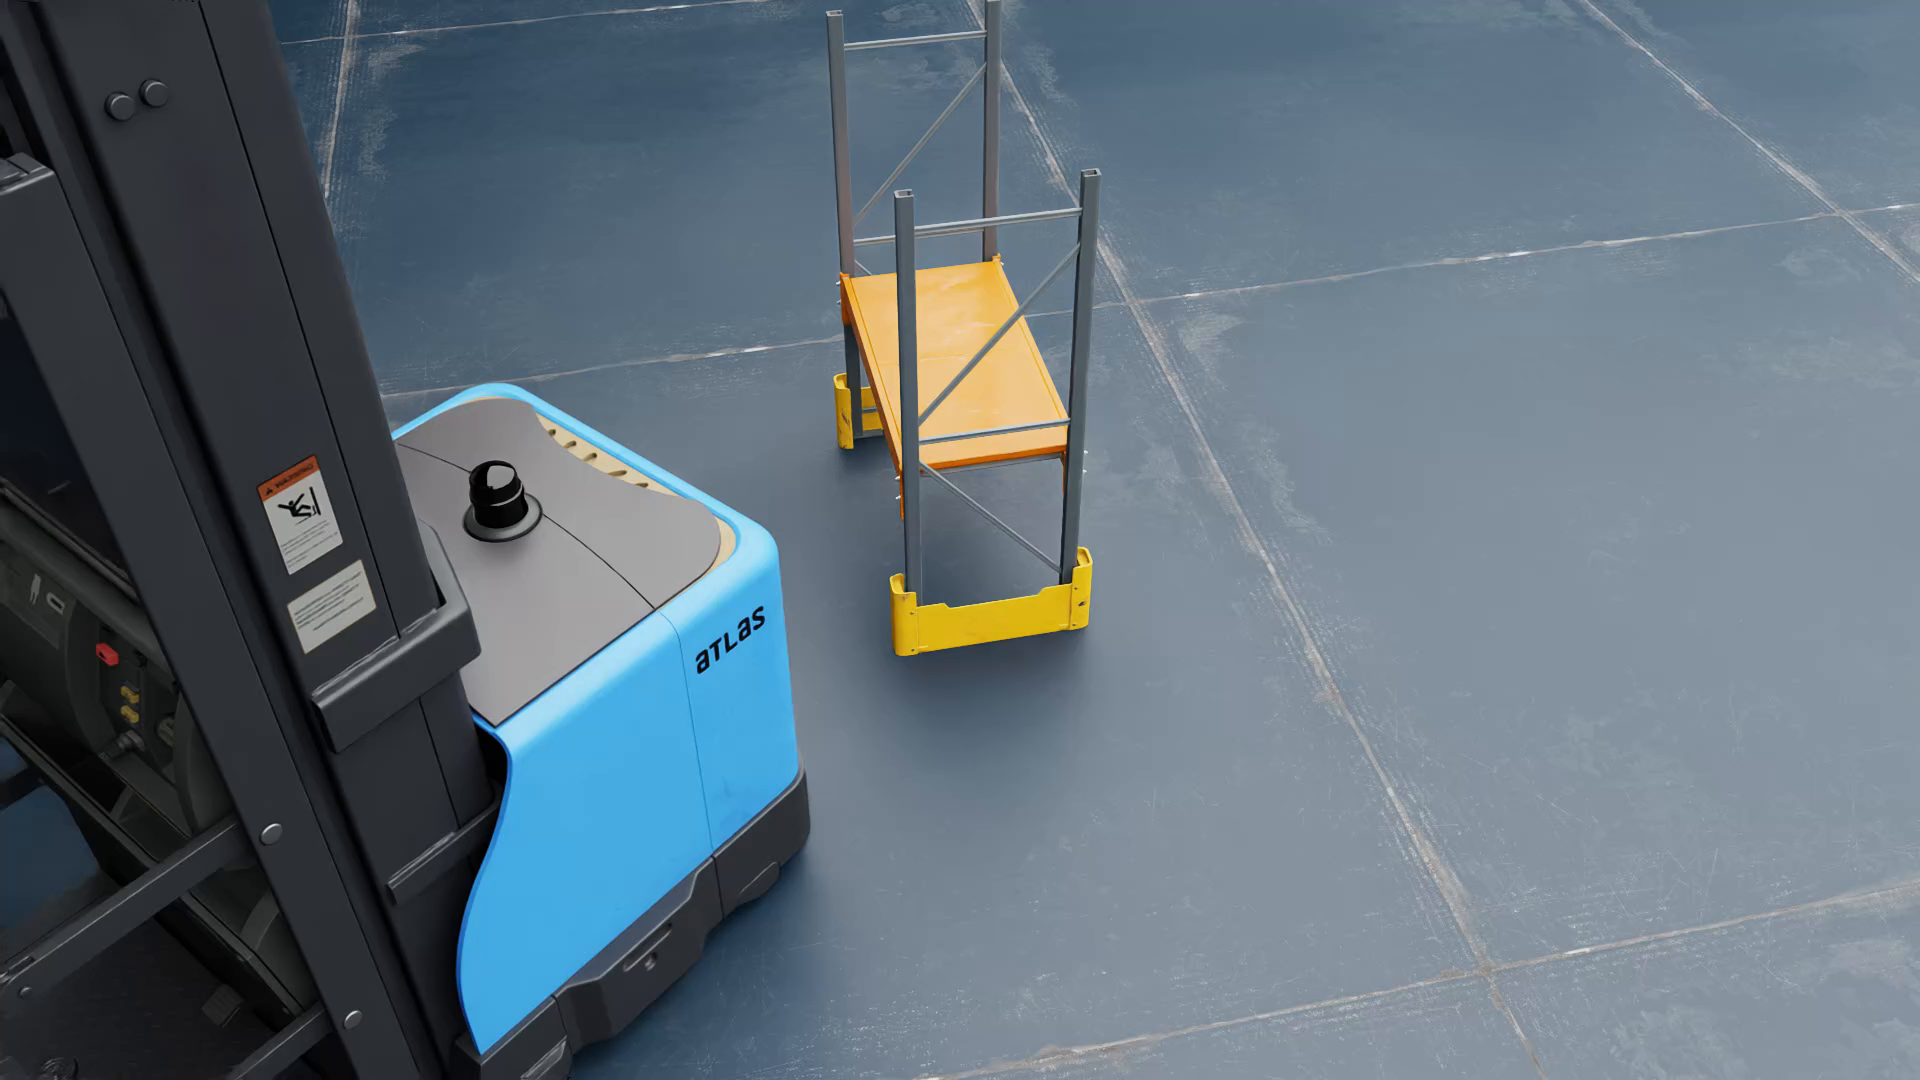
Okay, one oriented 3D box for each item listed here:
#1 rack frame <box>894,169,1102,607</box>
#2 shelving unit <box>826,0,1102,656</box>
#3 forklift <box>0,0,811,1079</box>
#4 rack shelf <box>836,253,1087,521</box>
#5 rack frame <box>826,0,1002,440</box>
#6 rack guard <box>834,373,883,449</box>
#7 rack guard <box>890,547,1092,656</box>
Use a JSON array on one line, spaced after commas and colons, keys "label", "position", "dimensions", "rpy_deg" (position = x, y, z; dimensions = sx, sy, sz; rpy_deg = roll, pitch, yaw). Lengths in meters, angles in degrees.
[{"label": "rack frame", "position": [0.091, -0.287, 4.443], "dimensions": [0.500, 1.500, 0.032], "rpy_deg": [-8, 42, -9]}, {"label": "shelving unit", "position": [-0.016, -0.610, 4.808], "dimensions": [0.587, 1.500, 1.083], "rpy_deg": [-8, 42, -9]}, {"label": "forklift", "position": [-1.704, 0.256, 2.754], "dimensions": [1.130, 2.935, 3.031], "rpy_deg": [28, 49, 28]}, {"label": "rack shelf", "position": [-0.018, -0.482, 4.934], "dimensions": [0.538, 0.185, 1.000], "rpy_deg": [-8, 42, -9]}, {"label": "rack frame", "position": [-0.128, -0.946, 5.186], "dimensions": [0.500, 1.500, 0.032], "rpy_deg": [-8, 42, -9]}, {"label": "rack guard", "position": [-0.124, -0.466, 5.586], "dimensions": [0.587, 0.250, 0.087], "rpy_deg": [-8, 42, -9]}, {"label": "rack guard", "position": [0.091, 0.180, 4.859], "dimensions": [0.587, 0.250, 0.087], "rpy_deg": [-8, 42, -9]}]
